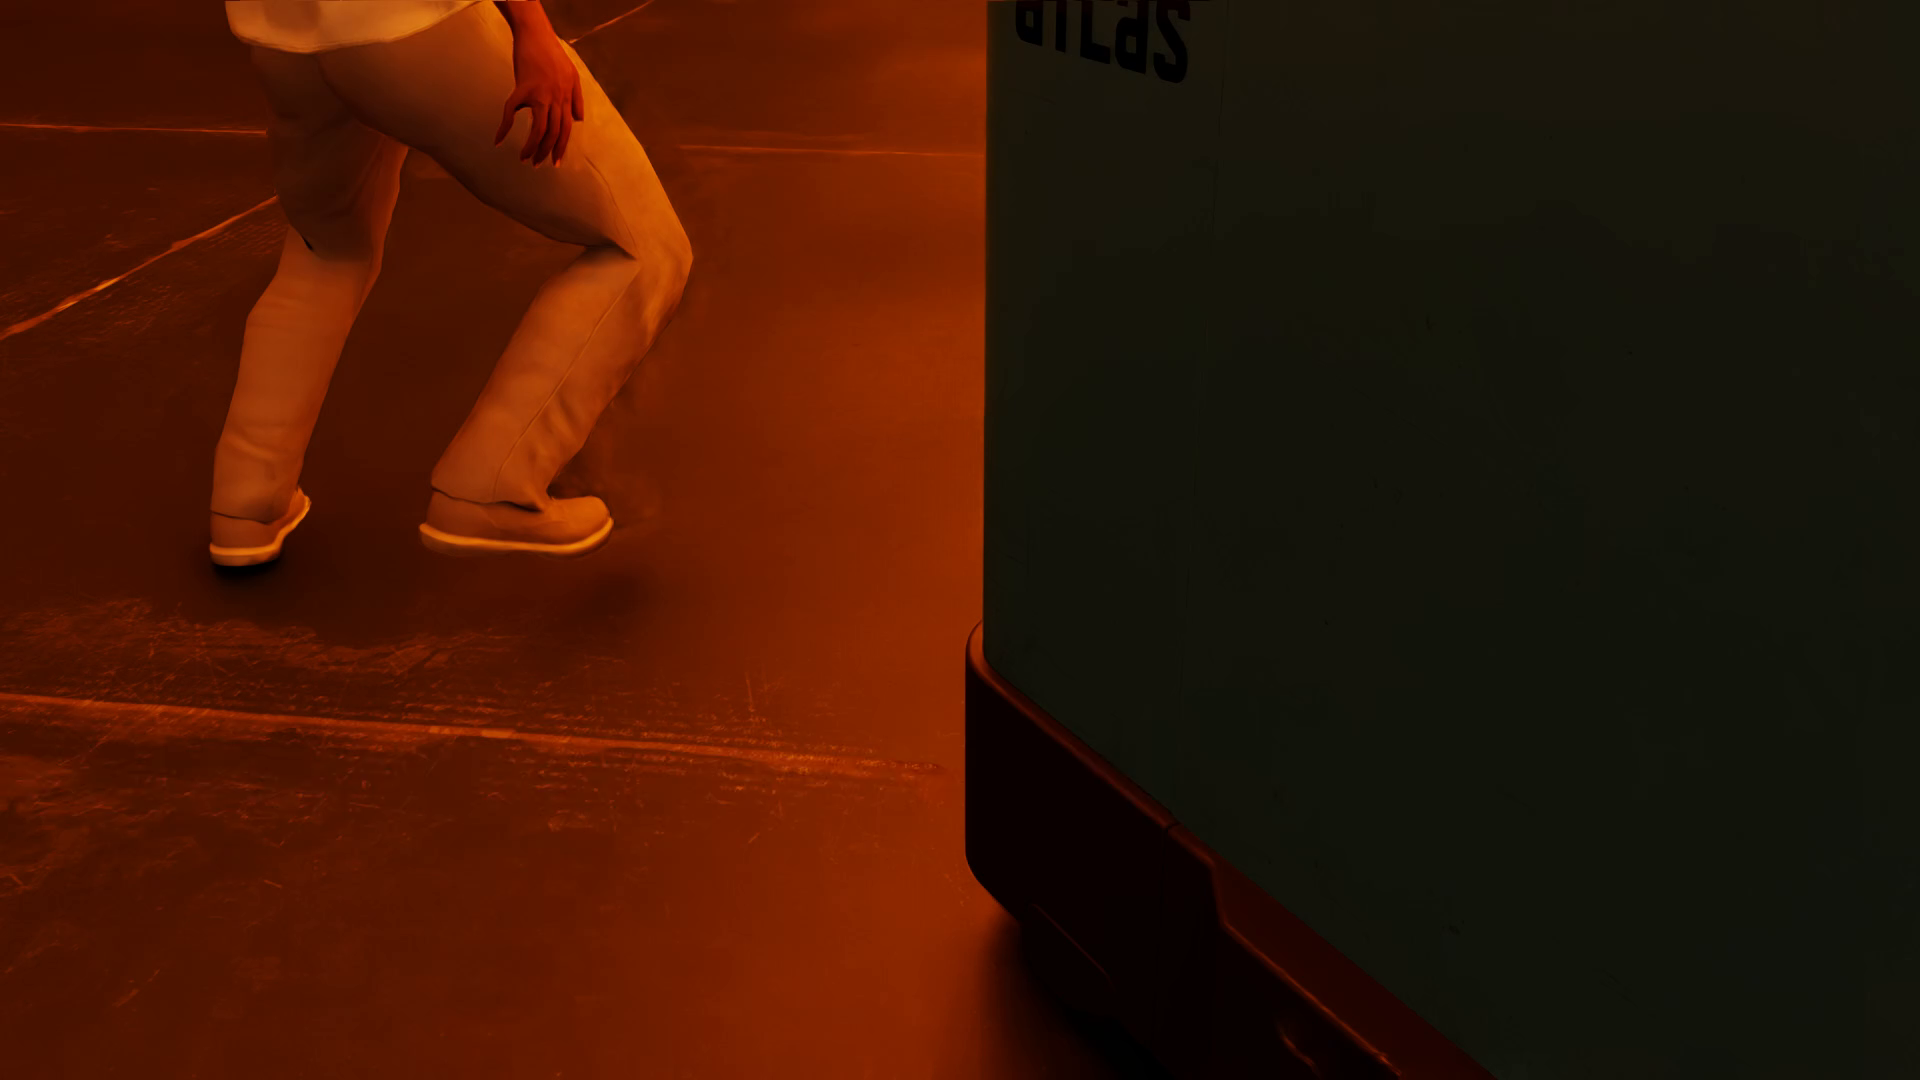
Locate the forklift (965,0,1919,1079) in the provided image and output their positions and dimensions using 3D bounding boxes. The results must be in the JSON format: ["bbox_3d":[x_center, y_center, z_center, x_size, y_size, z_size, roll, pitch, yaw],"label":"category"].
[{"bbox_3d":[1.210,-0.495,0.208,1.130,2.935,3.031,-16,30,-28],"label":"forklift"}]

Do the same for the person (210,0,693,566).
[{"bbox_3d":[-0.750,-0.675,2.131,0.835,1.569,0.539,20,33,35],"label":"person"}]
